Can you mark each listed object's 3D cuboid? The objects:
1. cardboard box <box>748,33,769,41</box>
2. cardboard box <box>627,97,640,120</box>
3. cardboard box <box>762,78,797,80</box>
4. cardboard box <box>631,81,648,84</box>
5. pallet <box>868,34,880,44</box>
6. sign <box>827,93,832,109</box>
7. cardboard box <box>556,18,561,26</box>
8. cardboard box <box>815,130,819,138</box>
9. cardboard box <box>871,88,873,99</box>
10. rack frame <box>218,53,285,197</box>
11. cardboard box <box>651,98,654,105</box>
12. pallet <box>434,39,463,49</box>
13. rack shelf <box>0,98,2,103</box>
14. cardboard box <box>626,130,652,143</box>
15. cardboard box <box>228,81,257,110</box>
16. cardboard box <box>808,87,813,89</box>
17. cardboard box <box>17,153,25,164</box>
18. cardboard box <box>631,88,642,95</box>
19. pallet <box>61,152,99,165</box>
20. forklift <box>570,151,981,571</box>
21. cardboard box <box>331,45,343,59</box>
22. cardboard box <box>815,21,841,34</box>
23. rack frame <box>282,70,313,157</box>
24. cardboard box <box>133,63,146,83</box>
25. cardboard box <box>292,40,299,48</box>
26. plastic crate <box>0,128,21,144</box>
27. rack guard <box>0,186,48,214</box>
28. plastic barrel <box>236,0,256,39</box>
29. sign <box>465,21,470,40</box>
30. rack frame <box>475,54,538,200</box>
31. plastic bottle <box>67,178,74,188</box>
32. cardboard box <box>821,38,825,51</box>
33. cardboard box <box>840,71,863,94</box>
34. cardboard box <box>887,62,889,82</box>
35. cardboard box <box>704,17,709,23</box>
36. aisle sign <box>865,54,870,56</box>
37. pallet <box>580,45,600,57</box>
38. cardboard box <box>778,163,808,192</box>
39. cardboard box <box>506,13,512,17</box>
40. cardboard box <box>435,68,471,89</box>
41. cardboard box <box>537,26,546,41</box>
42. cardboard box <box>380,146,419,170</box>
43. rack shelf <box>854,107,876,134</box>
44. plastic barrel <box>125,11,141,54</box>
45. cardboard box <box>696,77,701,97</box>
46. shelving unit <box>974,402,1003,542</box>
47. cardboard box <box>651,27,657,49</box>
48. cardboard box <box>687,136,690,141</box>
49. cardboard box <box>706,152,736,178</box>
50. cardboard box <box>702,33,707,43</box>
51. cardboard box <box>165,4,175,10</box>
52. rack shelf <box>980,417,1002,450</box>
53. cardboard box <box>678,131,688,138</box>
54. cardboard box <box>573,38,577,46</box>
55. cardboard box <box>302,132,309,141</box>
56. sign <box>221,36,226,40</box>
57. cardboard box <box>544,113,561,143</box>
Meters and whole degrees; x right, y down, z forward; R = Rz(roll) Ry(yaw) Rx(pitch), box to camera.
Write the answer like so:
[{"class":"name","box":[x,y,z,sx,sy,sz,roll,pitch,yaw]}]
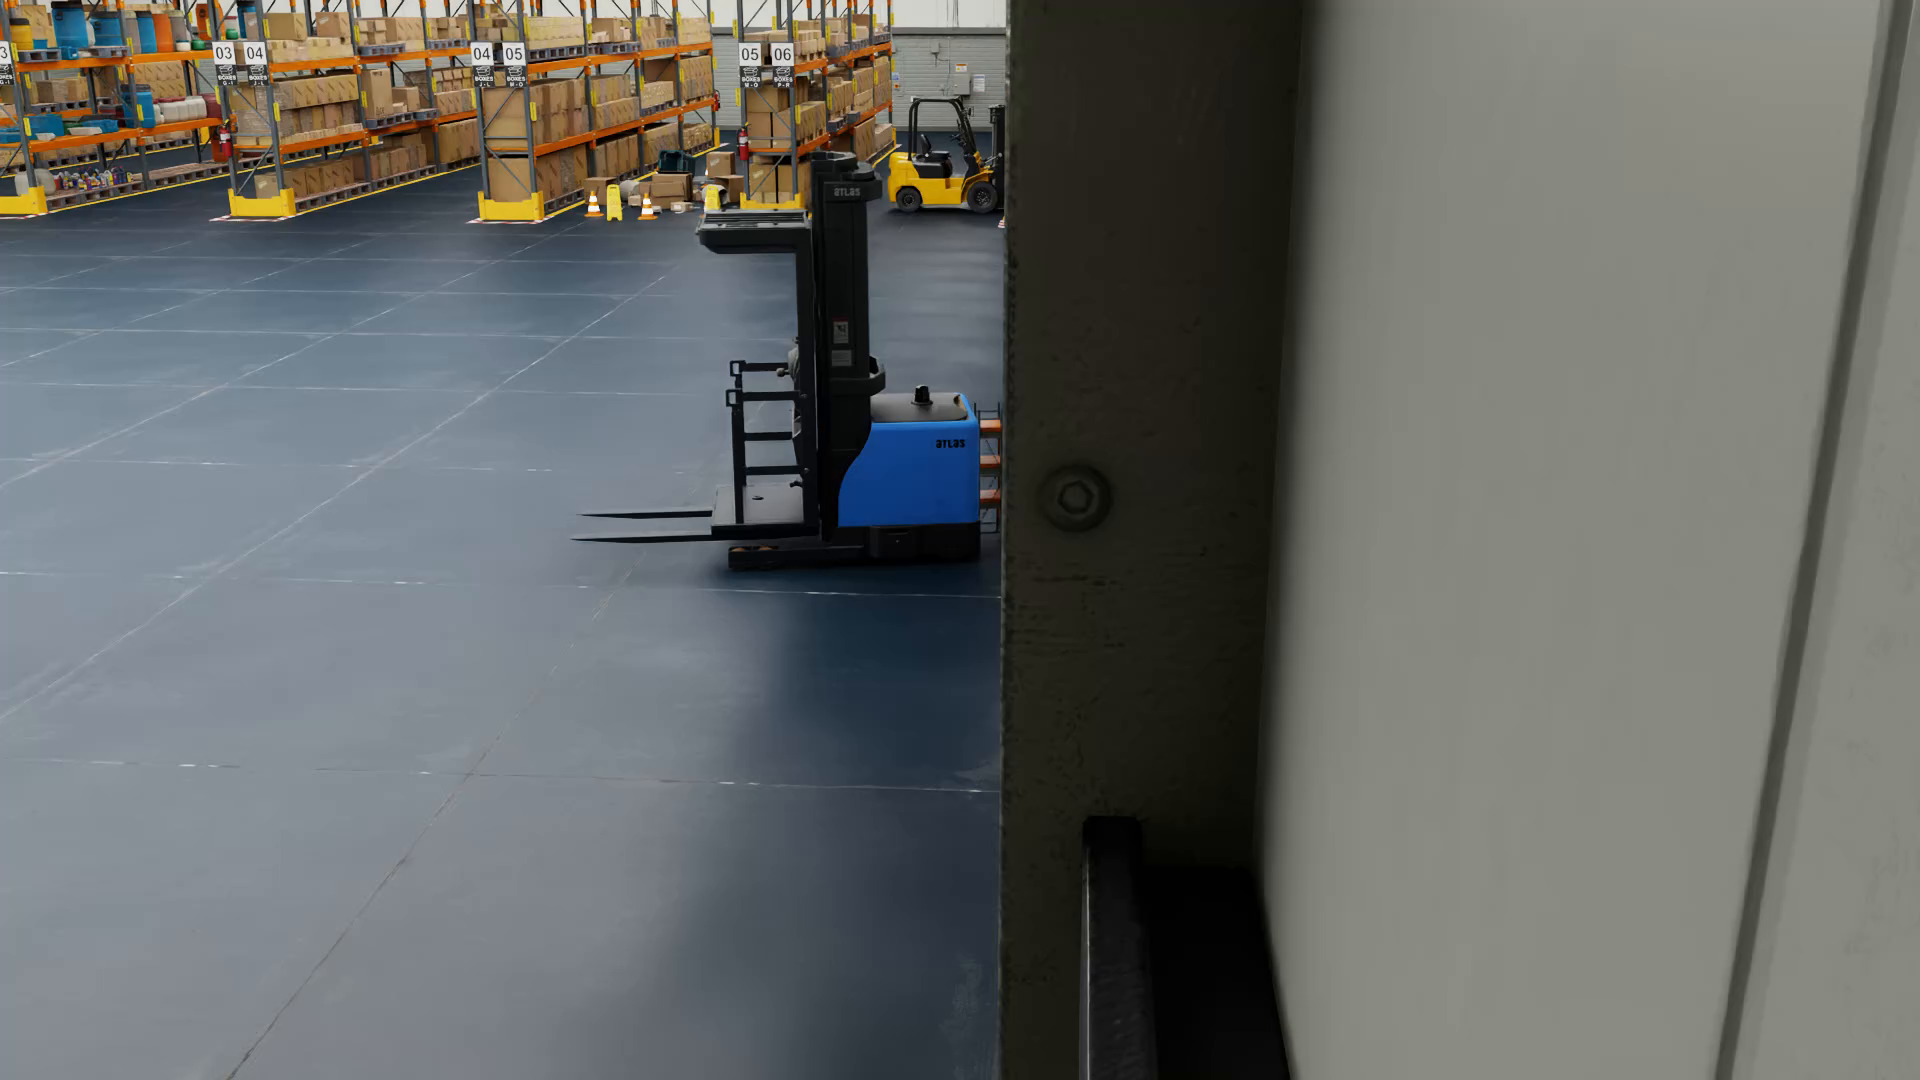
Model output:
[{"class":"cardboard box","box":[-3.748,-9.321,30.858,0.380,0.149,0.250,2,18,5]},{"class":"cardboard box","box":[-7.670,-9.910,38.190,0.500,0.500,0.500,1,18,4]},{"class":"cardboard box","box":[-3.617,-8.906,33.042,0.700,0.500,0.500,1,18,3]},{"class":"cardboard box","box":[-8.105,-11.502,41.982,0.380,0.149,0.250,2,18,7]},{"class":"pallet","box":[-2.605,-12.809,42.523,1.003,0.211,1.213,1,18,4]},{"class":"sign","box":[-2.706,-9.089,34.454,0.100,0.325,0.005,1,18,4]},{"class":"cardboard box","box":[-8.009,-10.106,32.419,0.380,0.149,0.250,2,18,5]},{"class":"cardboard box","box":[-3.036,-8.146,33.369,0.380,0.149,0.250,1,18,3]},{"class":"cardboard box","box":[-2.463,-11.196,41.712,0.500,0.250,0.500,1,18,4]},{"class":"rack frame","box":[-13.419,-7.666,31.502,1.000,3.000,0.127,1,18,4]},{"class":"cardboard box","box":[-7.599,-10.557,40.054,0.380,0.149,0.250,2,18,6]},{"class":"pallet","box":[-12.775,-12.035,40.321,1.003,0.211,1.213,2,18,6]},{"class":"rack shelf","box":[-27.237,-12.004,45.896,1.077,0.370,4.000,1,18,4]},{"class":"cardboard box","box":[-7.614,-9.586,39.495,0.500,0.250,0.500,0,18,1]},{"class":"cardboard box","box":[-13.626,-8.507,31.823,0.500,0.500,0.500,1,18,4]},{"class":"cardboard box","box":[-3.409,-9.378,35.415,0.500,0.500,0.500,1,18,4]},{"class":"cardboard box","box":[-22.520,-9.097,39.611,0.500,0.250,0.500,2,18,5]},{"class":"cardboard box","box":[-7.679,-10.512,38.961,0.380,0.149,0.250,1,18,4]},{"class":"pallet","box":[-22.544,-9.657,42.056,1.003,0.211,1.213,1,18,4]},{"class":"forklift","box":[-1.395,-1.340,12.306,3.031,2.935,1.130,-2,18,-6]},{"class":"cardboard box","box":[-12.952,-9.953,33.906,0.500,0.250,0.500,2,18,5]},{"class":"cardboard box","box":[-2.780,-10.806,35.031,0.500,0.250,0.500,1,18,3]},{"class":"rack frame","box":[-17.499,-11.504,43.214,1.000,3.000,0.127,1,18,4]},{"class":"cardboard box","box":[-22.088,-12.439,44.300,0.500,0.500,0.500,1,18,2]},{"class":"cardboard box","box":[-13.046,-9.608,32.212,0.380,0.149,0.250,1,18,4]},{"class":"plastic crate","box":[-18.621,-7.868,32.358,0.499,0.251,0.616,1,18,4]},{"class":"rack guard","box":[-18.400,-6.614,32.304,1.175,0.500,0.348,1,18,4]},{"class":"plastic barrel","box":[-17.468,-12.834,40.975,0.600,0.901,0.708,1,18,4]},{"class":"sign","box":[-9.019,-9.349,30.526,0.100,0.325,0.005,1,18,4]},{"class":"rack frame","box":[-8.479,-7.524,31.069,1.000,3.000,0.127,1,18,4]},{"class":"plastic bottle","box":[-18.478,-7.420,34.537,0.097,0.201,0.097,0,18,0]},{"class":"cardboard box","box":[-3.011,-10.039,33.690,0.500,0.250,0.500,1,18,3]},{"class":"cardboard box","box":[-2.603,-10.915,39.650,0.500,0.500,0.500,2,18,5]},{"class":"cardboard box","box":[-2.192,-12.619,44.851,0.500,0.500,0.500,1,18,4]},{"class":"cardboard box","box":[-7.062,-14.165,45.315,0.380,0.149,0.250,1,18,3]},{"class":"aisle sign","box":[-2.671,-13.679,45.676,0.394,0.787,0.004,1,18,4]},{"class":"pallet","box":[-8.175,-10.387,35.295,0.805,0.209,1.217,1,18,2]},{"class":"cardboard box","box":[-3.199,-6.946,31.841,0.500,0.500,0.500,1,18,2]},{"class":"cardboard box","box":[-12.405,-13.859,44.589,0.700,0.500,0.500,0,18,0]},{"class":"cardboard box","box":[-12.657,-11.506,41.449,0.797,0.503,0.637,1,18,5]},{"class":"cardboard box","box":[-8.153,-9.569,31.419,0.500,0.250,0.500,1,18,3]},{"class":"cardboard box","box":[-12.900,-8.791,38.243,0.700,0.500,0.500,0,18,-1]},{"class":"rack shelf","box":[-2.817,-10.209,40.418,1.077,0.370,4.000,1,18,4]},{"class":"plastic barrel","box":[-18.205,-11.049,36.203,0.600,0.901,0.600,0,18,0]},{"class":"cardboard box","box":[-7.222,-12.065,44.288,0.500,0.500,0.500,2,18,7]},{"class":"shelving unit","box":[0.222,-0.524,12.837,0.215,1.050,0.252,-2,18,-6]},{"class":"cardboard box","box":[-7.539,-11.964,39.640,0.500,0.500,0.500,1,18,4]},{"class":"cardboard box","box":[-7.341,-10.584,43.832,0.380,0.149,0.250,0,18,1]},{"class":"cardboard box","box":[-5.025,-7.890,34.983,0.500,0.500,0.500,1,18,4]},{"class":"cardboard box","box":[-7.130,-13.542,44.857,0.500,0.250,0.500,1,18,4]},{"class":"cardboard box","box":[-22.173,-14.646,46.220,0.700,0.500,0.500,1,18,4]},{"class":"rack shelf","box":[0.223,-0.784,12.752,0.215,0.259,0.240,-2,18,-6]},{"class":"cardboard box","box":[-7.308,-10.565,43.298,0.380,0.149,0.250,2,18,7]},{"class":"cardboard box","box":[-7.934,-10.041,33.500,0.380,0.149,0.250,2,18,5]},{"class":"cardboard box","box":[-13.068,-7.940,32.742,0.380,0.149,0.250,1,18,4]},{"class":"sign","box":[-17.236,-11.627,38.941,0.100,0.325,0.005,1,18,4]},{"class":"cardboard box","box":[-8.314,-8.054,32.445,0.875,0.550,0.550,1,18,4]}]
